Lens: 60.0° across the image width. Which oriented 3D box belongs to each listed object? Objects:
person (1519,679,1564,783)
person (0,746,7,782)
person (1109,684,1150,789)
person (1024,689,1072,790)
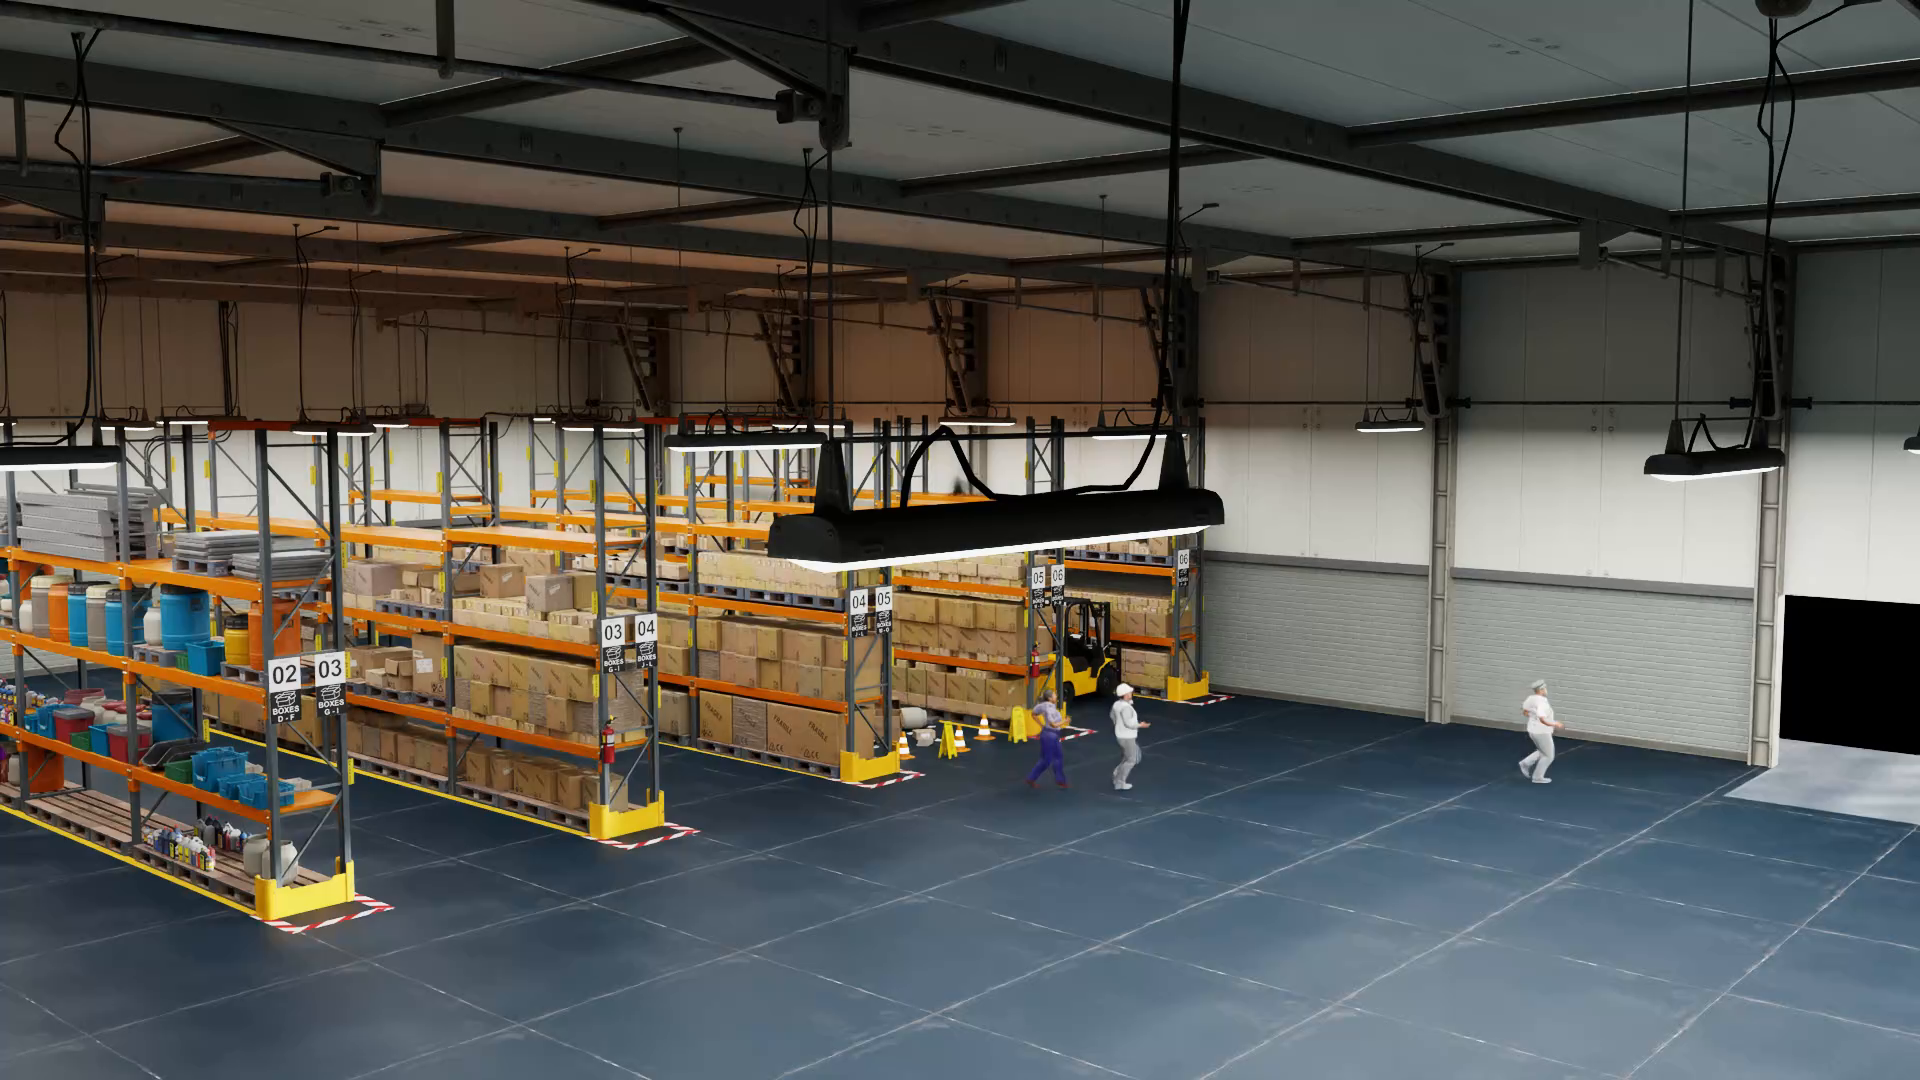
[{"bbox_3d":[9.648,3.168,27.610,0.621,1.733,0.658,0,5,-3],"label":"person"},{"bbox_3d":[-14.049,3.493,23.868,0.662,1.741,0.698,5,7,45],"label":"person"},{"bbox_3d":[2.782,3.197,27.169,0.590,1.727,0.648,0,5,-6],"label":"person"},{"bbox_3d":[1.441,3.257,27.004,0.819,1.690,0.594,0,5,-5],"label":"person"}]
